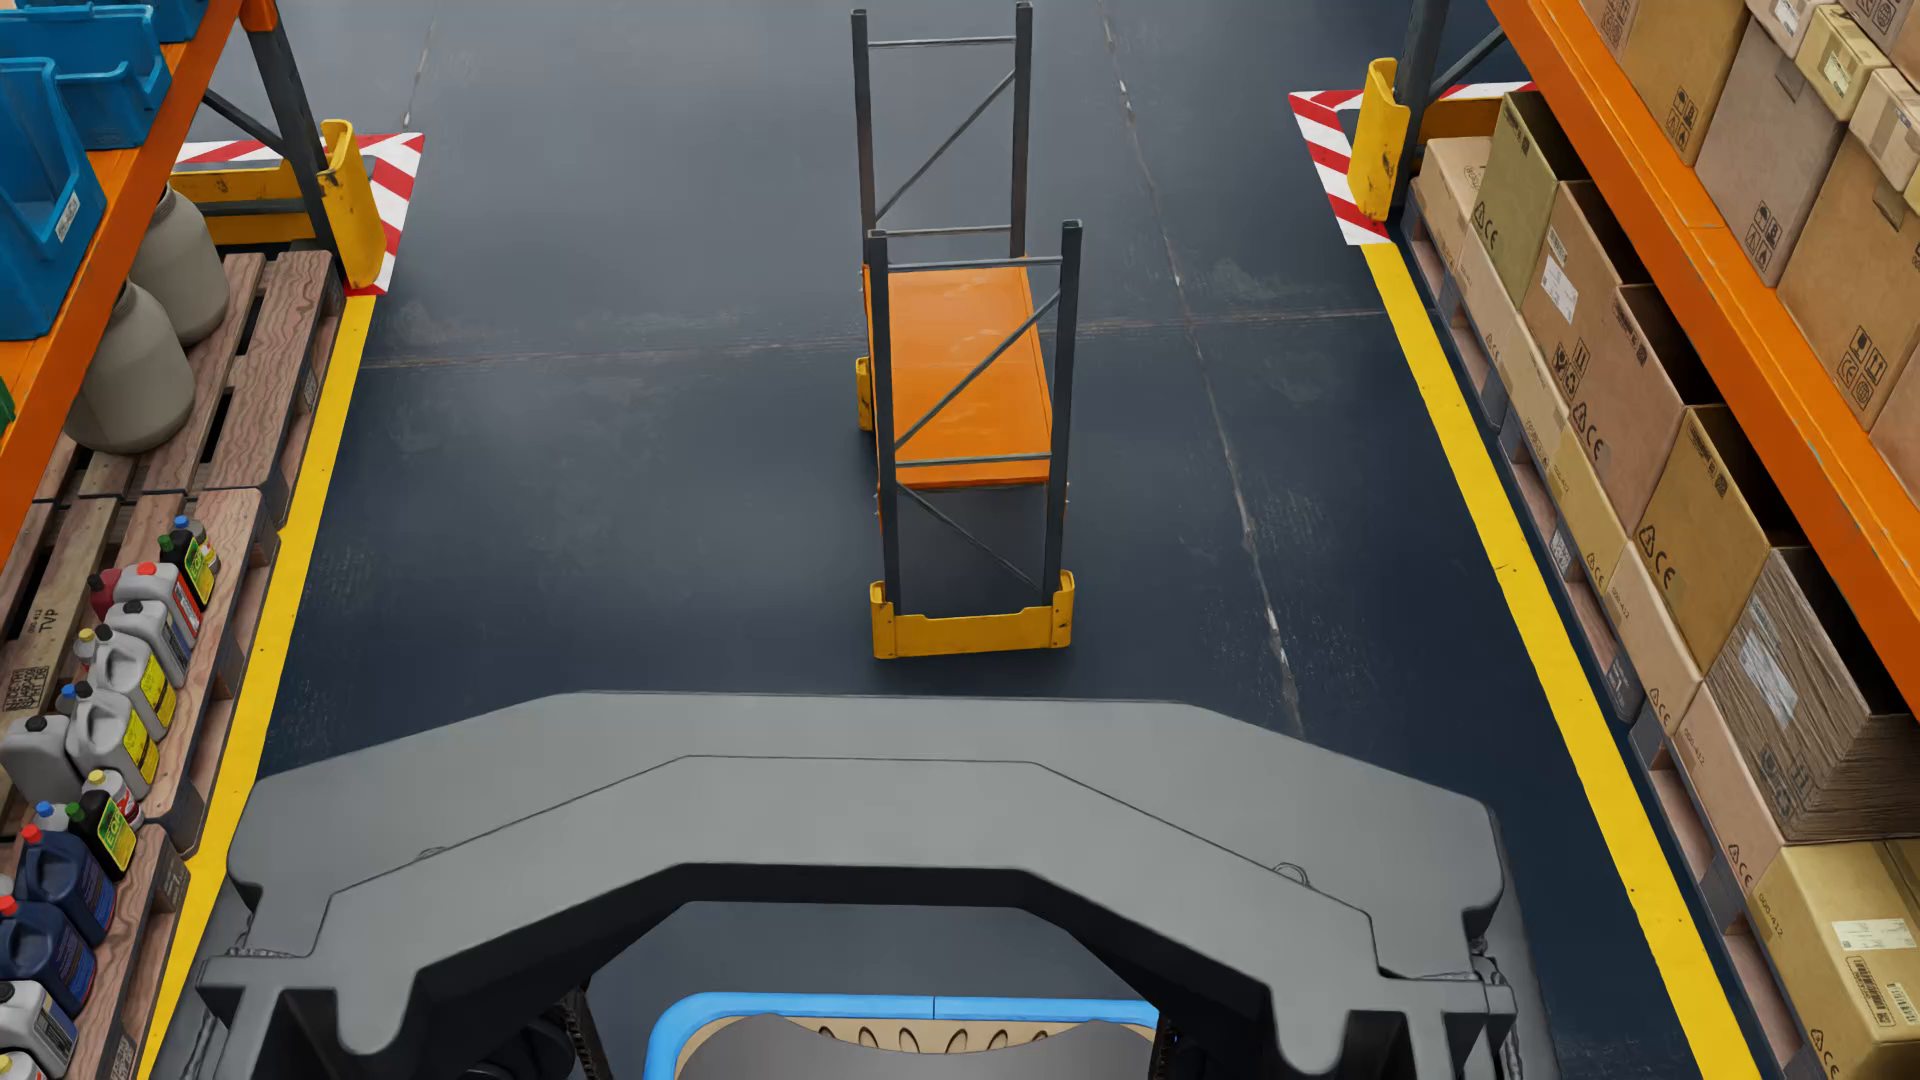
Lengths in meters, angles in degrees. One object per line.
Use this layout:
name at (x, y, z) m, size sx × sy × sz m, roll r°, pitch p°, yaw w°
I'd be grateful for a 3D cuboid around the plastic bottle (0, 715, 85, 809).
plastic bottle at (-2.322, 0.552, 4.234) m, size 0.152 × 0.276 × 0.135 m, roll -3°, pitch 47°, yaw -3°

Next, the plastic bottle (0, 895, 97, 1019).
plastic bottle at (-2.125, 0.943, 3.812) m, size 0.144 × 0.351 × 0.185 m, roll -2°, pitch 47°, yaw -2°

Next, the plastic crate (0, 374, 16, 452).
plastic crate at (-2.303, -0.134, 3.457) m, size 0.450 × 0.188 × 0.662 m, roll -3°, pitch 47°, yaw -3°

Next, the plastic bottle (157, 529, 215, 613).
plastic bottle at (-2.187, 0.067, 4.688) m, size 0.061 × 0.283 × 0.133 m, roll -2°, pitch 47°, yaw -2°

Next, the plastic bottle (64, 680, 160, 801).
plastic bottle at (-2.176, 0.499, 4.233) m, size 0.144 × 0.351 × 0.185 m, roll -4°, pitch 47°, yaw -4°

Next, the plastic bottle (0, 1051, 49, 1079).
plastic bottle at (-2.078, 1.199, 3.672) m, size 0.097 × 0.201 × 0.097 m, roll 0°, pitch 47°, yaw 0°

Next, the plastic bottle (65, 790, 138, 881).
plastic bottle at (-2.113, 0.708, 4.082) m, size 0.061 × 0.283 × 0.133 m, roll -2°, pitch 47°, yaw -2°

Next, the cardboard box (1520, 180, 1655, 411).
cardboard box at (2.052, -0.732, 4.966) m, size 0.500 × 0.500 × 0.500 m, roll -3°, pitch 47°, yaw -3°

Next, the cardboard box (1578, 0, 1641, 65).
cardboard box at (2.206, -1.716, 4.740) m, size 0.700 × 0.500 × 0.500 m, roll -2°, pitch 47°, yaw -2°

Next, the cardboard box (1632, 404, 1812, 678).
cardboard box at (2.133, -0.009, 4.280) m, size 0.500 × 0.500 × 0.500 m, roll -3°, pitch 47°, yaw -3°

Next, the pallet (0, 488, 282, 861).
pallet at (-2.591, 0.378, 4.746) m, size 1.003 × 0.211 × 1.213 m, roll -3°, pitch 47°, yaw -3°

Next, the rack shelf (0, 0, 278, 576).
rack shelf at (-2.638, -0.407, 4.065) m, size 1.077 × 0.370 × 4.000 m, roll -3°, pitch 47°, yaw -3°

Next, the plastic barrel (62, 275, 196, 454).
plastic barrel at (-2.632, -0.556, 5.135) m, size 0.421 × 0.512 × 0.421 m, roll 0°, pitch 47°, yaw 0°

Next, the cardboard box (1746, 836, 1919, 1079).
cardboard box at (2.209, 0.973, 3.867) m, size 0.500 × 0.250 × 0.500 m, roll -3°, pitch 47°, yaw -3°

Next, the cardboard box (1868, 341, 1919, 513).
cardboard box at (2.372, -0.242, 3.344) m, size 0.700 × 0.500 × 0.500 m, roll -4°, pitch 47°, yaw -4°

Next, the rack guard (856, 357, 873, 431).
rack guard at (-0.048, -0.501, 5.553) m, size 0.587 × 0.250 × 0.087 m, roll -3°, pitch 47°, yaw -3°

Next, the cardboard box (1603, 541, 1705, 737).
cardboard box at (2.120, 0.250, 4.552) m, size 0.500 × 0.250 × 0.500 m, roll -3°, pitch 47°, yaw -3°

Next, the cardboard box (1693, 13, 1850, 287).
cardboard box at (2.289, -0.976, 4.039) m, size 0.700 × 0.500 × 0.500 m, roll -2°, pitch 47°, yaw -2°

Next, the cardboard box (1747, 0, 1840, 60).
cardboard box at (2.077, -1.248, 3.850) m, size 0.380 × 0.149 × 0.250 m, roll -3°, pitch 47°, yaw -3°

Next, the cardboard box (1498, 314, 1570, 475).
cardboard box at (2.041, -0.474, 5.237) m, size 0.500 × 0.250 × 0.500 m, roll -3°, pitch 47°, yaw -3°

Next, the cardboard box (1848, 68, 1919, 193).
cardboard box at (2.125, -0.865, 3.488) m, size 0.380 × 0.149 × 0.250 m, roll -2°, pitch 47°, yaw -2°

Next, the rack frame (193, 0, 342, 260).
rack frame at (-2.806, -2.101, 5.174) m, size 1.000 × 3.000 × 0.127 m, roll -3°, pitch 47°, yaw -3°

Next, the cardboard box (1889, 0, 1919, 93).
cardboard box at (2.337, -1.035, 3.202) m, size 0.700 × 0.500 × 0.500 m, roll -4°, pitch 47°, yaw -3°

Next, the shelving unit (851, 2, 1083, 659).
shelving unit at (-0.006, -0.571, 4.758) m, size 0.587 × 1.500 × 1.083 m, roll -3°, pitch 47°, yaw -3°

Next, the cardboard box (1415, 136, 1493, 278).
cardboard box at (1.954, -1.197, 5.922) m, size 0.500 × 0.250 × 0.500 m, roll -3°, pitch 47°, yaw -3°

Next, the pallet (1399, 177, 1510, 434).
pallet at (2.236, -0.890, 5.947) m, size 1.003 × 0.211 × 1.213 m, roll -3°, pitch 47°, yaw -3°

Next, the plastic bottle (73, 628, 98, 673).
plastic bottle at (-2.332, 0.317, 4.508) m, size 0.097 × 0.201 × 0.097 m, roll 0°, pitch 47°, yaw 0°

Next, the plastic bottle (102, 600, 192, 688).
plastic bottle at (-2.210, 0.271, 4.501) m, size 0.152 × 0.276 × 0.135 m, roll -5°, pitch 47°, yaw -4°

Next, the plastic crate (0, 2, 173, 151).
plastic crate at (-2.417, -1.236, 4.457) m, size 0.499 × 0.251 × 0.408 m, roll -3°, pitch 47°, yaw -3°

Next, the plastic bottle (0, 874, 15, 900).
plastic bottle at (-2.257, 0.873, 3.933) m, size 0.097 × 0.271 × 0.097 m, roll 0°, pitch 47°, yaw 0°

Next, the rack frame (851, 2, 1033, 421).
rack frame at (-0.050, -0.945, 5.112) m, size 0.500 × 1.500 × 0.032 m, roll -3°, pitch 47°, yaw -3°

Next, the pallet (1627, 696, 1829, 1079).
pallet at (2.441, 0.875, 4.276) m, size 1.003 × 0.211 × 1.213 m, roll -3°, pitch 47°, yaw -3°

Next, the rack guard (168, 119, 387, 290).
rack guard at (-2.752, -1.190, 6.032) m, size 1.175 × 0.500 × 0.348 m, roll -3°, pitch 47°, yaw -3°

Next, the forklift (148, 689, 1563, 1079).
forklift at (-0.080, 1.627, 1.690) m, size 1.130 × 2.935 × 3.031 m, roll 1°, pitch 47°, yaw 1°
